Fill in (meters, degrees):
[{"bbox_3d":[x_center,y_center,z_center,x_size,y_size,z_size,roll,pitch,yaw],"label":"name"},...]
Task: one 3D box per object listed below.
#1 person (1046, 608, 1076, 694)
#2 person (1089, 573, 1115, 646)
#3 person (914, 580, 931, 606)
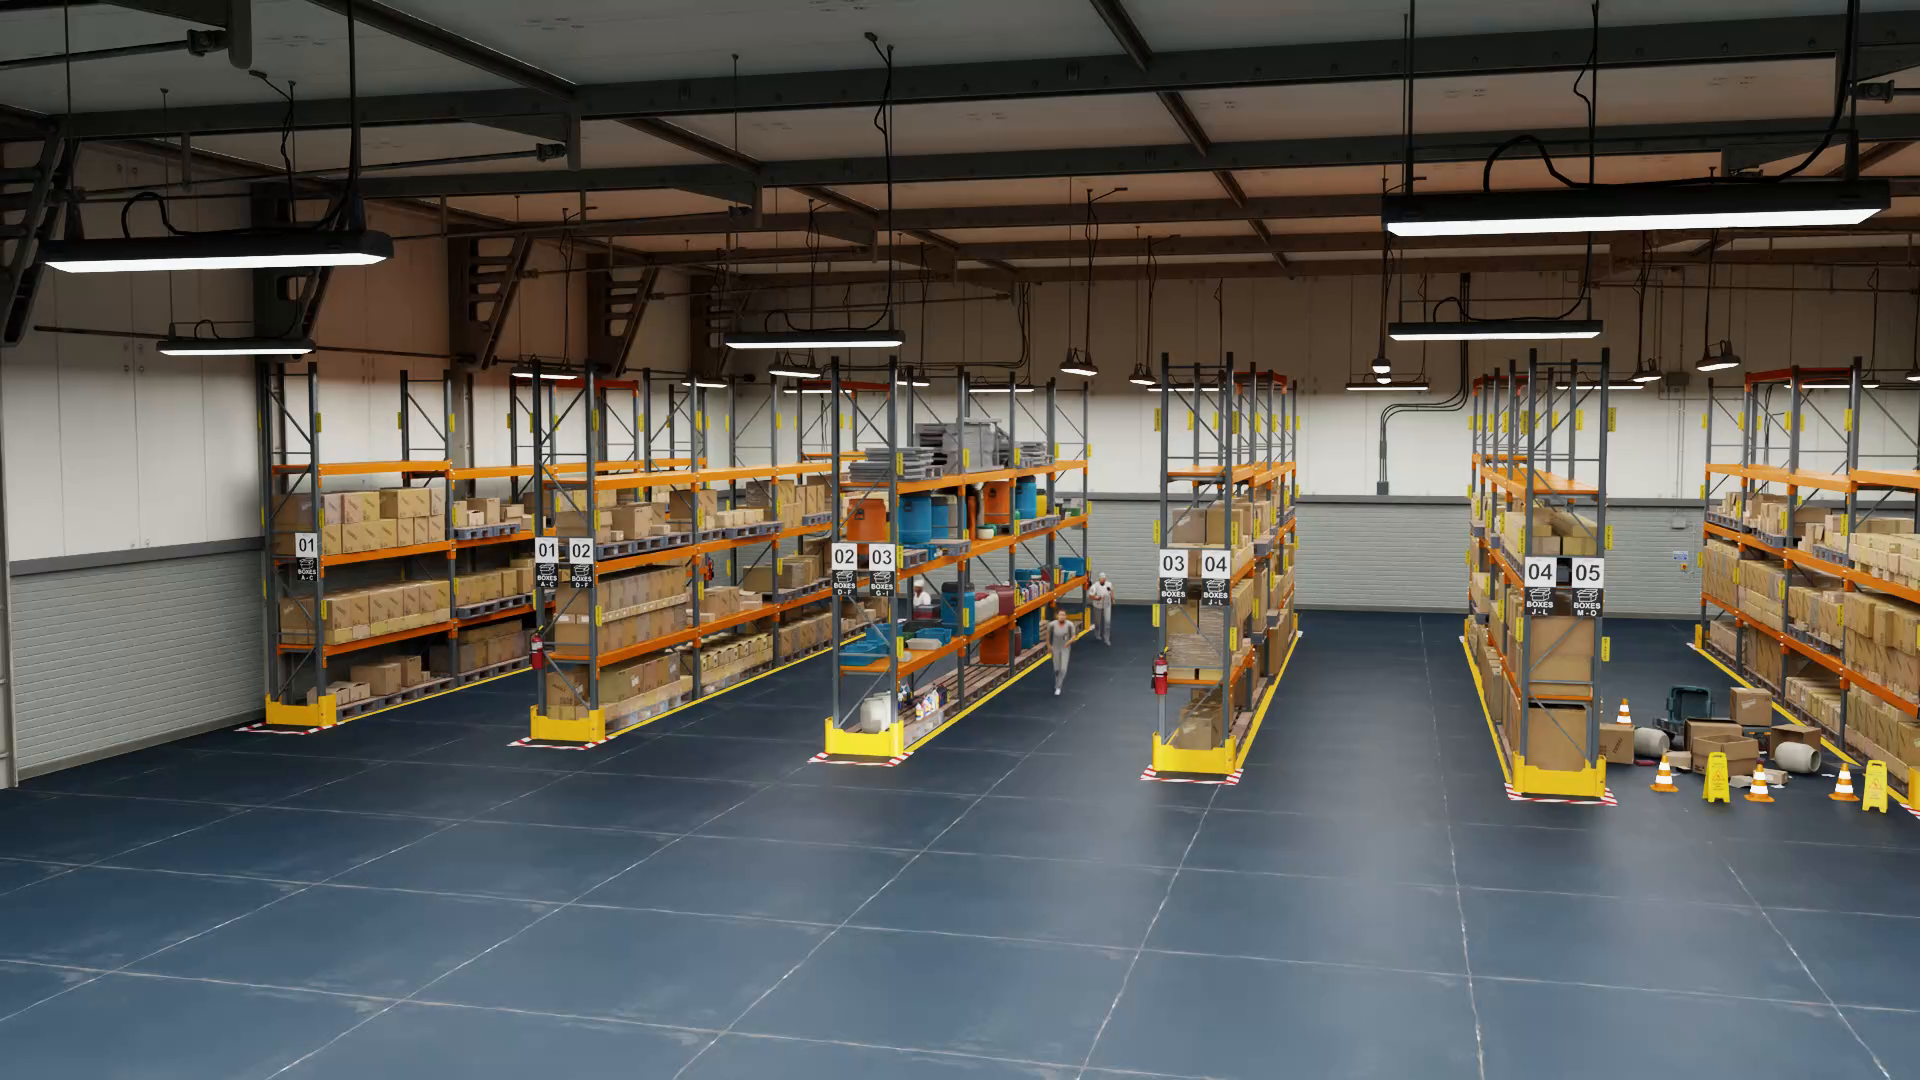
[{"bbox_3d":[1.869,2.044,30.729,0.533,1.604,0.664,0,4,-4],"label":"person"},{"bbox_3d":[3.228,1.536,37.785,0.608,1.640,0.943,0,4,0],"label":"person"},{"bbox_3d":[-0.826,1.682,35.495,0.820,1.705,0.689,4,5,43],"label":"person"}]
